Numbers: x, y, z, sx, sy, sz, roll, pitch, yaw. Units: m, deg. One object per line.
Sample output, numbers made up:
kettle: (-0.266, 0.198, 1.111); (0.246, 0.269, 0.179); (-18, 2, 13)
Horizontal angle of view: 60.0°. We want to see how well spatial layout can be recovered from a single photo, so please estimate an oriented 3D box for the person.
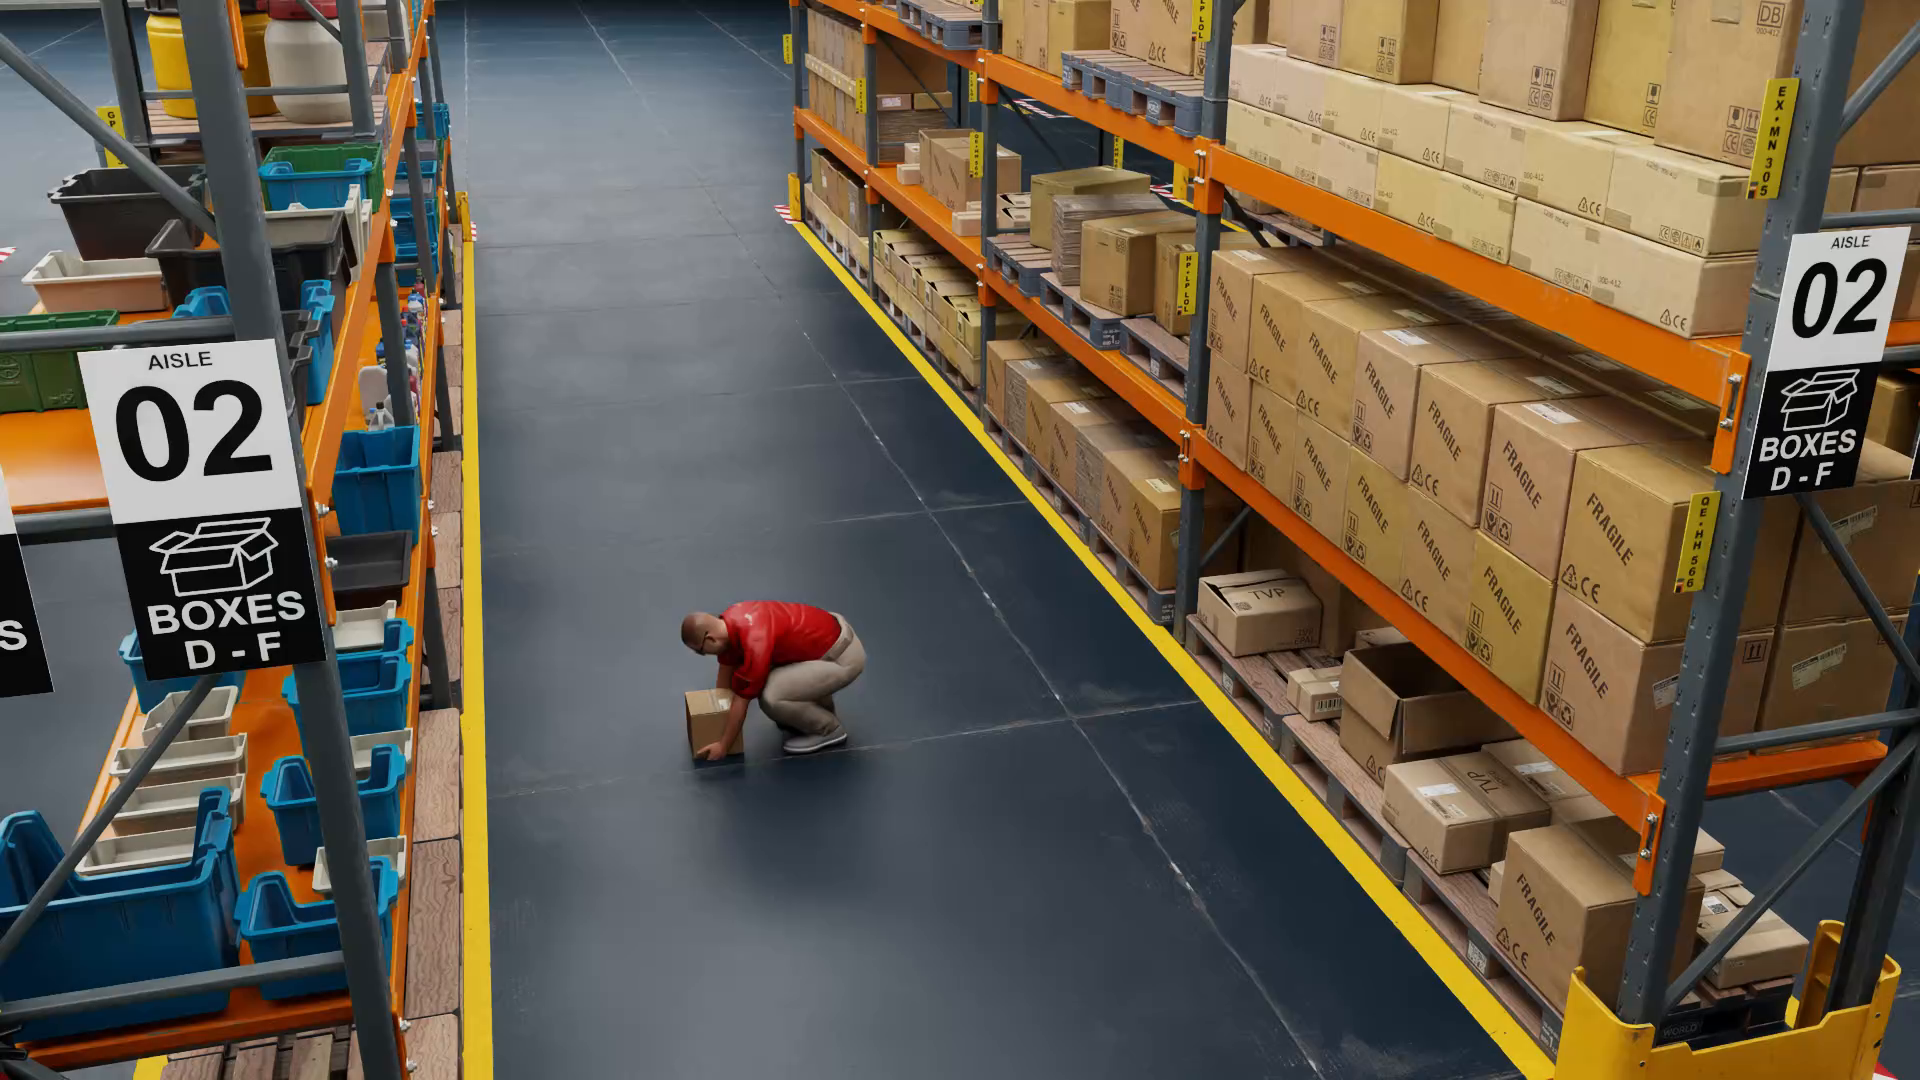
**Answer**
person: (-0.925, 0.678, 8.322); (0.912, 0.824, 0.536); (-7, 24, -15)
